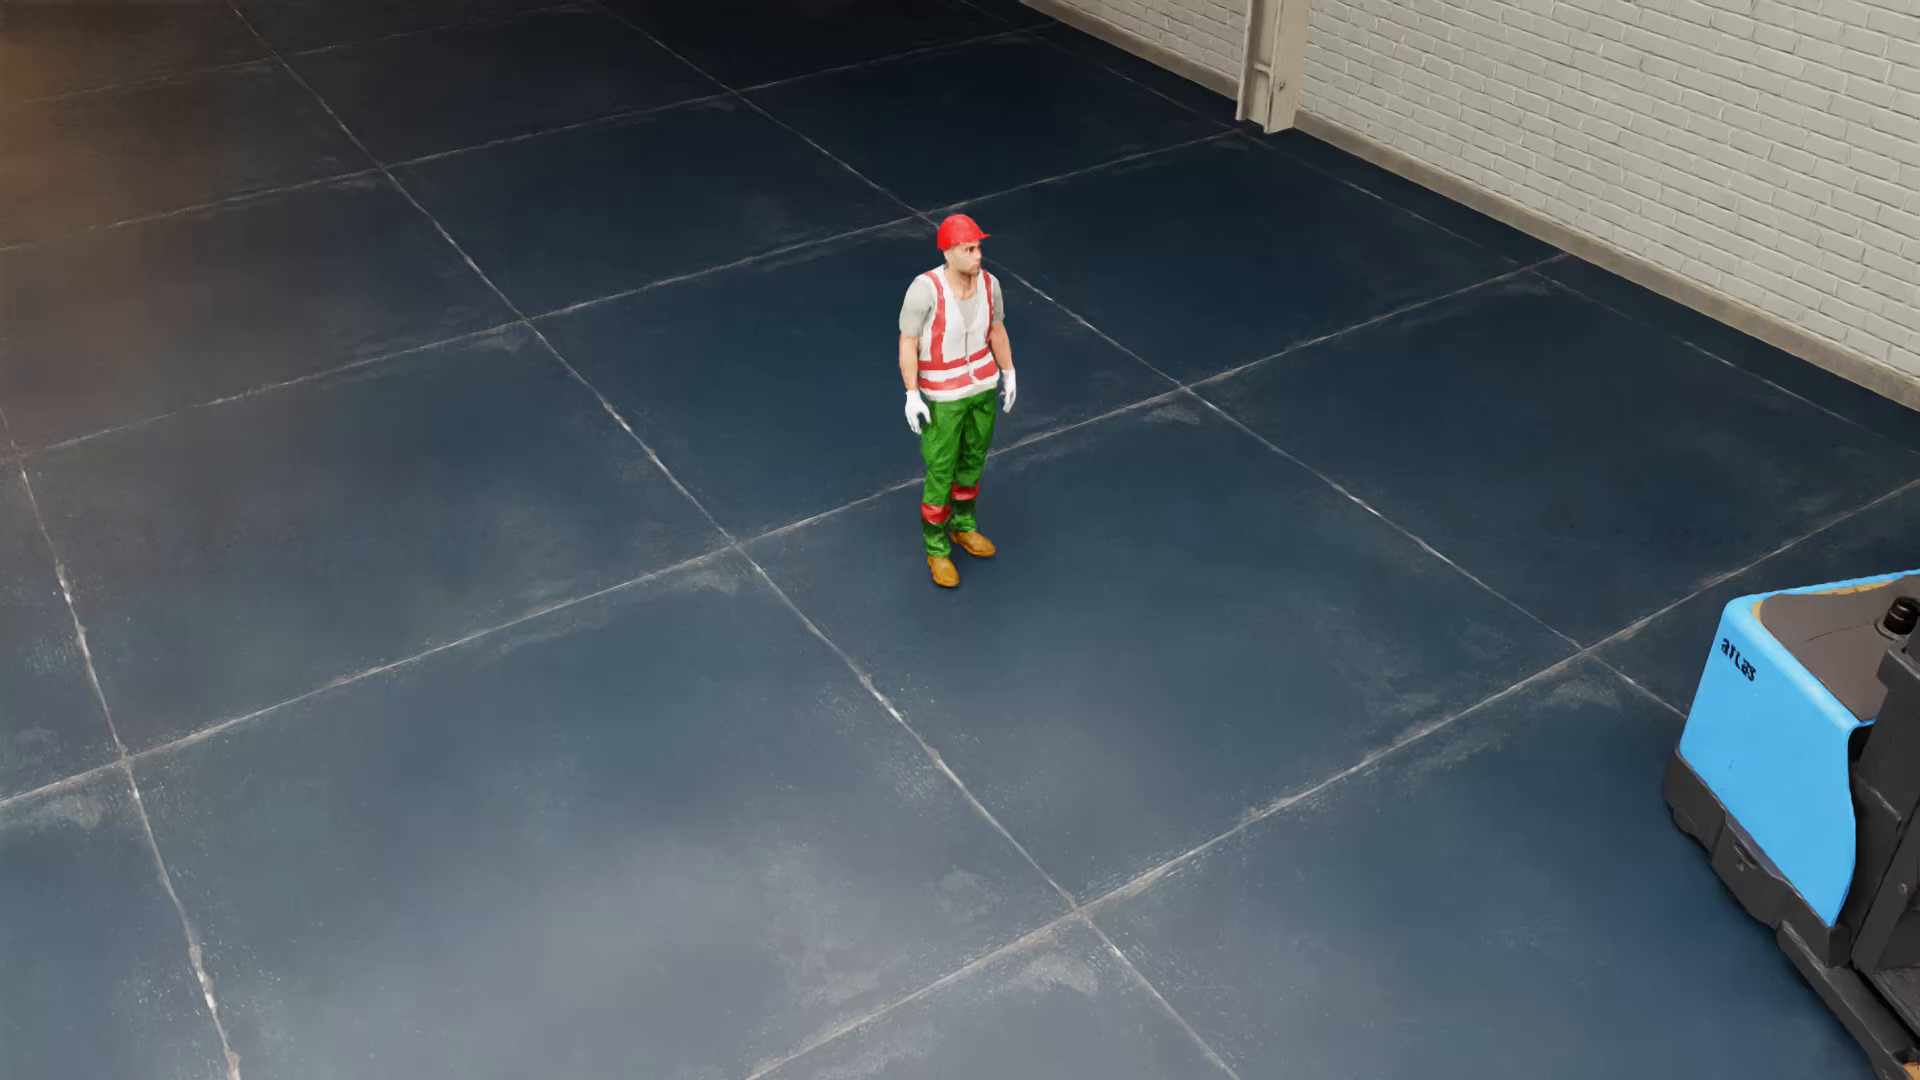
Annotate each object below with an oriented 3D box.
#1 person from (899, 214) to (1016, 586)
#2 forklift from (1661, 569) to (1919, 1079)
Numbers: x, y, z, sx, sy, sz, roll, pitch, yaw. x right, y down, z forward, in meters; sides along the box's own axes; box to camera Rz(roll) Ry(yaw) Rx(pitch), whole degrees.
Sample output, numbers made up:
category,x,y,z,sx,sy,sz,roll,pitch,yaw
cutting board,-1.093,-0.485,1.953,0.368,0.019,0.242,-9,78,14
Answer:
category,x,y,z,sx,sy,sz,roll,pitch,yaw
person,0.035,-0.696,8.119,0.637,1.787,0.563,-21,40,-27
forklift,3.805,0.669,5.195,1.130,2.935,3.031,-8,36,-11
